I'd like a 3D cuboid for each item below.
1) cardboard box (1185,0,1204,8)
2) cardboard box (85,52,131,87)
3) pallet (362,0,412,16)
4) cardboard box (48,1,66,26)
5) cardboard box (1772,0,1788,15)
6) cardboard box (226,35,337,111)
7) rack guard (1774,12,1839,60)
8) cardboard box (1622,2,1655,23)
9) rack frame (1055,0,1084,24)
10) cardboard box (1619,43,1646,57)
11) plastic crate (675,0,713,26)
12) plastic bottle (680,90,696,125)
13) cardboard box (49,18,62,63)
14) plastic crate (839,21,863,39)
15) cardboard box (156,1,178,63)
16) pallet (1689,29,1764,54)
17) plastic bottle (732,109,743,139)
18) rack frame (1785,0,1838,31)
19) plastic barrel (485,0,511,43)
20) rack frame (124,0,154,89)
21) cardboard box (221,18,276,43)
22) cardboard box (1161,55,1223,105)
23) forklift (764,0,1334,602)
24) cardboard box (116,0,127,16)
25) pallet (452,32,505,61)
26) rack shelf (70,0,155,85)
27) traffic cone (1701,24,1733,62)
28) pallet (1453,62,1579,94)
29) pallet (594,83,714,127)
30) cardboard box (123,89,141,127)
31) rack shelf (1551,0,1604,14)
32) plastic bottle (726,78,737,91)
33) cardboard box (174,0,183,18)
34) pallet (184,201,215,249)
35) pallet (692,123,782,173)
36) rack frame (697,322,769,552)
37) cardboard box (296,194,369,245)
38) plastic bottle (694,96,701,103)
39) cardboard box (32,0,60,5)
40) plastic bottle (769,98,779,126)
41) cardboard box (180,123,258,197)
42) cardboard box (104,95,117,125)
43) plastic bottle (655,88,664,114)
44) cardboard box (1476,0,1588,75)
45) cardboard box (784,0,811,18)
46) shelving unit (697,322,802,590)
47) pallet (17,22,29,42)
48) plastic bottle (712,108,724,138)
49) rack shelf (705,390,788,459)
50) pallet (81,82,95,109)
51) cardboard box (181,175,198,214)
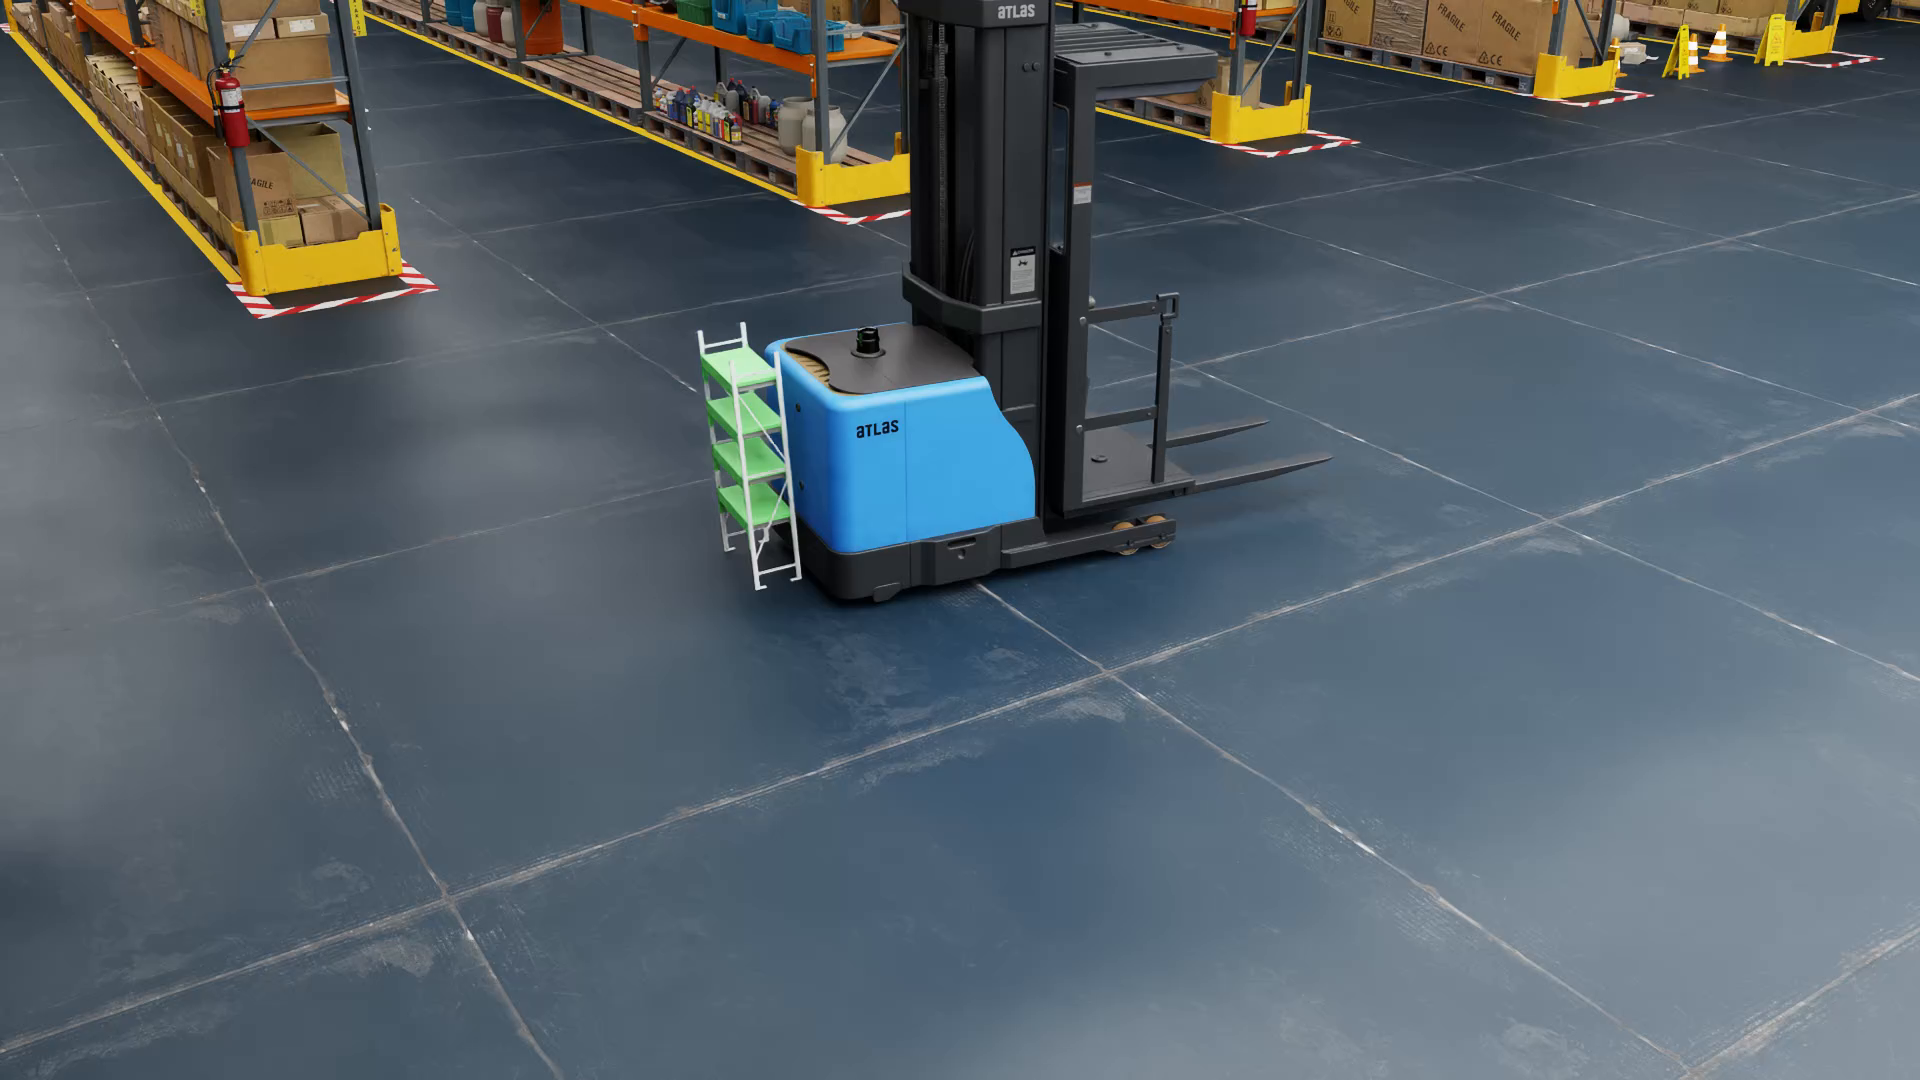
[{"bbox_3d":[2.642,-5.827,17.874,0.380,0.149,0.250,-16,29,-30],"label":"cardboard box"},{"bbox_3d":[-9.343,-5.219,18.363,0.500,0.311,0.500,-14,29,-28],"label":"cardboard box"},{"bbox_3d":[-9.180,-8.724,26.982,1.003,0.211,1.213,-16,29,-30],"label":"pallet"},{"bbox_3d":[-10.961,-6.525,20.593,0.500,0.250,0.500,-15,29,-29],"label":"cardboard box"},{"bbox_3d":[11.367,-7.676,23.348,0.500,0.500,0.500,-17,30,-31],"label":"cardboard box"},{"bbox_3d":[-5.260,-3.628,12.804,0.700,0.500,0.500,-16,29,-30],"label":"cardboard box"},{"bbox_3d":[11.548,-6.926,22.836,1.175,0.500,0.348,-16,29,-30],"label":"rack guard"},{"bbox_3d":[10.095,-7.755,24.393,0.500,0.250,0.500,-16,30,-30],"label":"cardboard box"},{"bbox_3d":[1.103,-7.151,20.384,1.000,3.000,0.127,-16,29,-30],"label":"rack frame"},{"bbox_3d":[9.182,-6.738,22.849,0.380,0.149,0.250,-1,25,-3],"label":"cardboard box"},{"bbox_3d":[-2.542,-5.349,16.816,0.450,0.188,0.662,-16,29,-30],"label":"plastic crate"},{"bbox_3d":[-2.851,-4.545,17.451,0.144,0.351,0.185,-17,30,-32],"label":"plastic bottle"},{"bbox_3d":[-11.206,-6.355,21.112,0.500,0.500,0.500,-15,29,-29],"label":"cardboard box"},{"bbox_3d":[-1.082,-4.842,15.801,0.298,0.136,0.250,-16,29,-30],"label":"plastic crate"},{"bbox_3d":[-6.658,-4.544,14.745,0.700,0.500,0.500,-16,30,-30],"label":"cardboard box"},{"bbox_3d":[11.134,-7.095,23.531,1.003,0.211,1.213,-16,29,-30],"label":"pallet"},{"bbox_3d":[-2.259,-4.213,16.827,0.061,0.283,0.133,-16,29,-30],"label":"plastic bottle"},{"bbox_3d":[11.590,-8.030,22.245,1.000,3.000,0.127,-16,29,-30],"label":"rack frame"},{"bbox_3d":[-6.128,-7.102,22.612,0.600,0.588,0.708,-16,29,-30],"label":"plastic barrel"},{"bbox_3d":[-7.199,-4.843,15.496,1.000,3.000,0.127,-16,29,-30],"label":"rack frame"},{"bbox_3d":[-5.384,-3.844,12.501,0.380,0.149,0.250,-16,30,-30],"label":"cardboard box"},{"bbox_3d":[2.605,-5.213,18.714,0.500,0.500,0.500,-8,26,-16],"label":"cardboard box"},{"bbox_3d":[0.563,-1.439,8.365,3.031,2.935,1.130,-11,28,-23],"label":"forklift"},{"bbox_3d":[-8.453,-5.723,17.242,0.500,0.500,0.500,-17,30,-32],"label":"cardboard box"},{"bbox_3d":[-6.358,-6.874,23.065,1.003,0.211,1.213,-16,29,-30],"label":"pallet"},{"bbox_3d":[-8.291,-5.234,17.165,1.077,0.370,4.000,-16,29,-30],"label":"rack shelf"},{"bbox_3d":[10.274,-6.735,22.476,0.336,0.463,0.334,-16,29,-30],"label":"traffic cone"},{"bbox_3d":[6.995,-5.847,20.888,1.003,0.211,1.213,-16,29,-30],"label":"pallet"},{"bbox_3d":[-3.508,-5.007,19.110,1.003,0.211,1.213,-16,29,-30],"label":"pallet"},{"bbox_3d":[-7.950,-4.306,16.430,0.500,0.311,0.500,-15,29,-28],"label":"cardboard box"},{"bbox_3d":[6.406,-7.230,21.394,1.077,0.370,4.000,-16,29,-30],"label":"rack shelf"},{"bbox_3d":[-2.454,-4.834,18.065,0.144,0.351,0.185,-16,30,-31],"label":"plastic bottle"},{"bbox_3d":[-6.232,-4.398,13.675,0.380,0.149,0.250,-16,30,-30],"label":"cardboard box"},{"bbox_3d":[-6.130,-2.852,14.543,1.003,0.211,1.213,-16,29,-30],"label":"pallet"},{"bbox_3d":[-2.045,-4.049,17.079,1.003,0.211,1.213,-16,29,-30],"label":"pallet"},{"bbox_3d":[-1.139,-0.506,8.401,0.240,1.200,0.015,-14,29,-21],"label":"rack frame"},{"bbox_3d":[-5.122,-2.603,13.479,0.500,0.250,0.500,-16,29,-30],"label":"cardboard box"},{"bbox_3d":[-2.774,-4.553,17.561,0.097,0.271,0.097,0,25,0],"label":"plastic bottle"},{"bbox_3d":[-12.596,-7.446,23.418,0.797,0.503,0.637,-16,29,-30],"label":"cardboard box"},{"bbox_3d":[-1.944,-4.483,17.413,0.097,0.271,0.097,0,25,0],"label":"plastic bottle"},{"bbox_3d":[-6.116,-3.175,13.813,0.500,0.500,0.500,-16,29,-30],"label":"cardboard box"},{"bbox_3d":[-8.779,-4.601,17.711,0.500,0.250,0.500,-16,30,-31],"label":"cardboard box"},{"bbox_3d":[-3.240,-4.746,17.969,0.097,0.271,0.097,0,25,0],"label":"plastic bottle"},{"bbox_3d":[7.072,-6.296,20.570,0.875,0.875,0.875,-15,29,-29],"label":"cardboard box"},{"bbox_3d":[-1.920,-8.383,24.991,1.225,0.875,0.875,-15,29,-29],"label":"cardboard box"},{"bbox_3d":[-1.035,-0.412,8.201,0.258,1.200,0.503,-14,29,-21],"label":"shelving unit"},{"bbox_3d":[-13.272,-7.562,24.522,1.003,0.211,1.213,-16,29,-30],"label":"pallet"},{"bbox_3d":[-2.424,-4.234,16.880,0.152,0.276,0.135,-16,30,-31],"label":"plastic bottle"},{"bbox_3d":[-1.043,-0.569,8.123,0.258,0.148,0.480,-14,29,-21],"label":"rack shelf"},{"bbox_3d":[-9.759,-5.289,19.707,1.003,0.211,1.213,-16,29,-30],"label":"pallet"},{"bbox_3d":[-6.385,-3.016,14.354,0.500,0.250,0.500,-16,29,-30],"label":"cardboard box"}]
